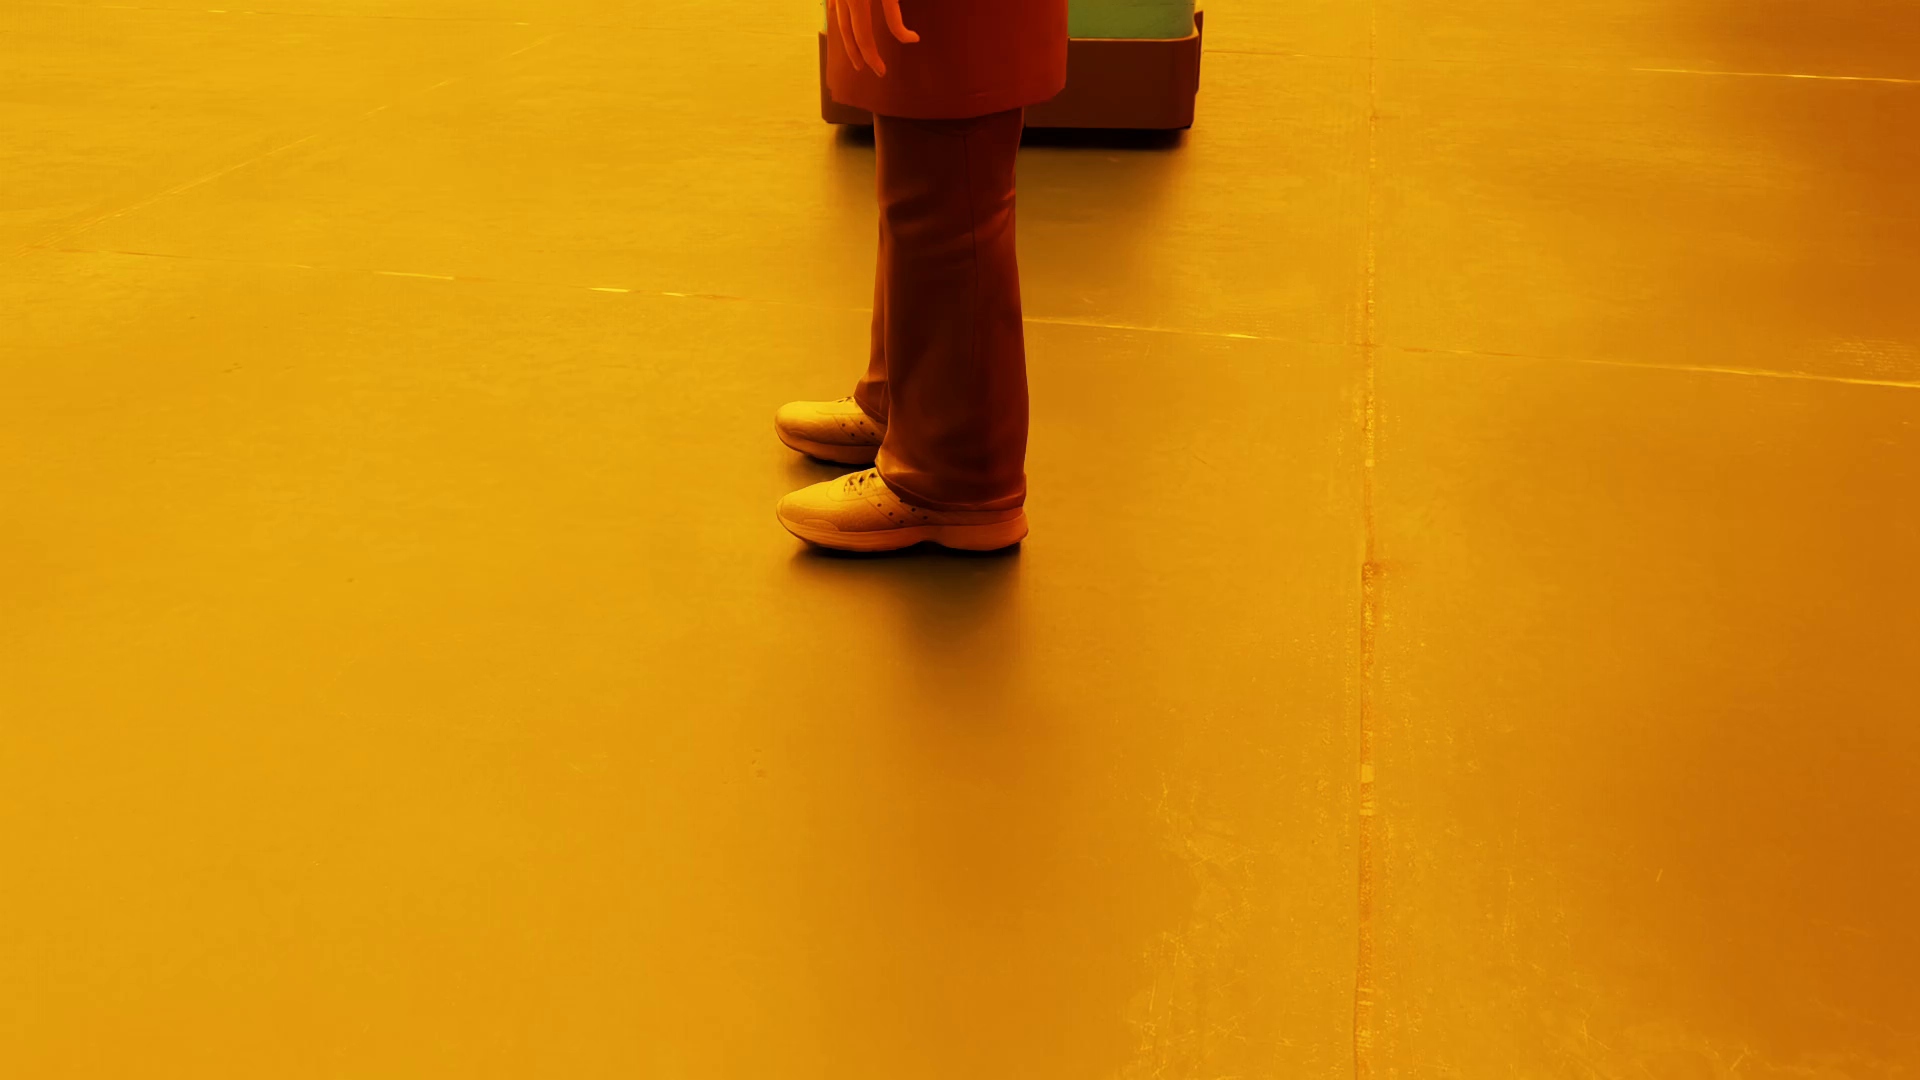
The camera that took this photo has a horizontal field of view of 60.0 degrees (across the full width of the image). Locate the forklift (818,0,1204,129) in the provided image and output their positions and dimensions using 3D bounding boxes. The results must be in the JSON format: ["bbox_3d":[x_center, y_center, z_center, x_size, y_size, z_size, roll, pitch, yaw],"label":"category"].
[{"bbox_3d":[0.220,-3.068,5.327,1.130,2.935,3.031,2,27,3],"label":"forklift"}]

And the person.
[{"bbox_3d":[-0.087,-0.811,2.118,0.582,1.776,0.696,6,27,11],"label":"person"}]
